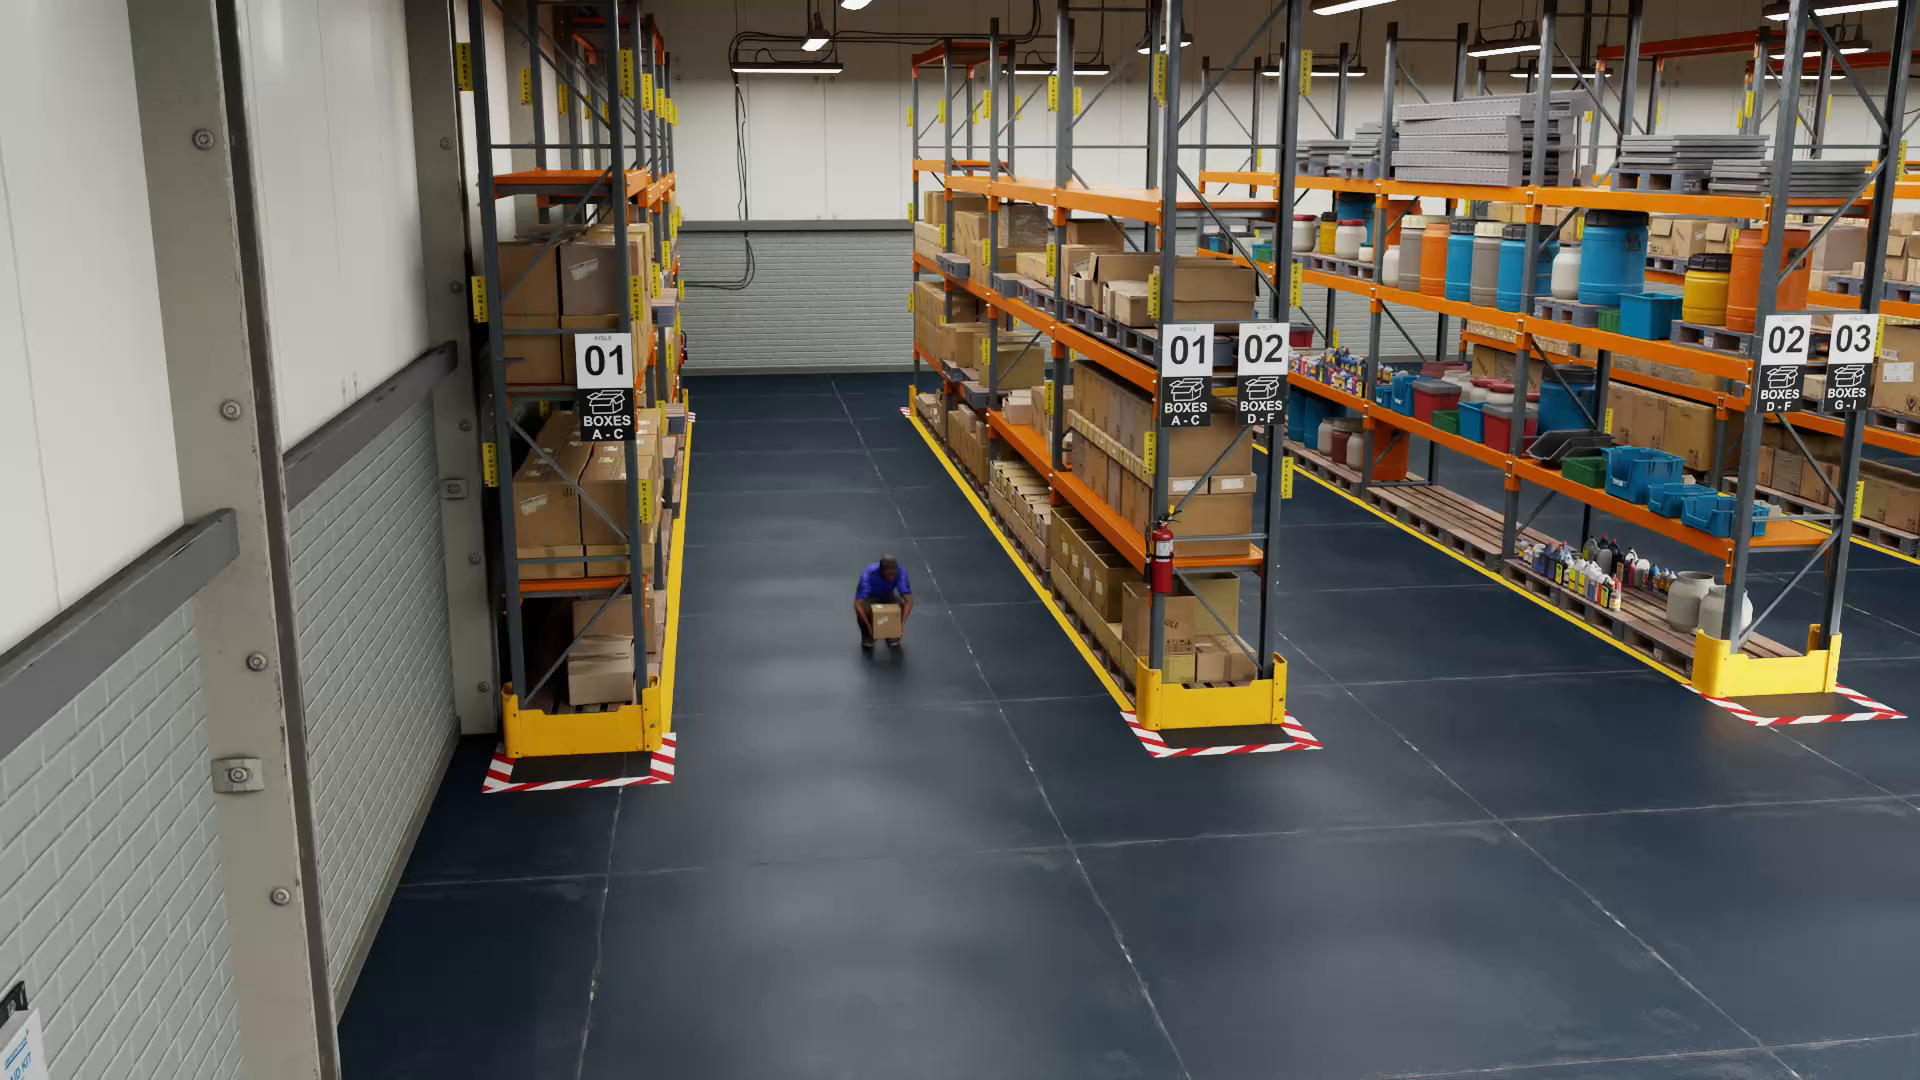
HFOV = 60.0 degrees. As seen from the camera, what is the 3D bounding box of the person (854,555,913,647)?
[{"bbox_3d":[-0.713,0.551,15.295,0.535,0.924,0.685,-2,13,-8],"label":"person"}]
